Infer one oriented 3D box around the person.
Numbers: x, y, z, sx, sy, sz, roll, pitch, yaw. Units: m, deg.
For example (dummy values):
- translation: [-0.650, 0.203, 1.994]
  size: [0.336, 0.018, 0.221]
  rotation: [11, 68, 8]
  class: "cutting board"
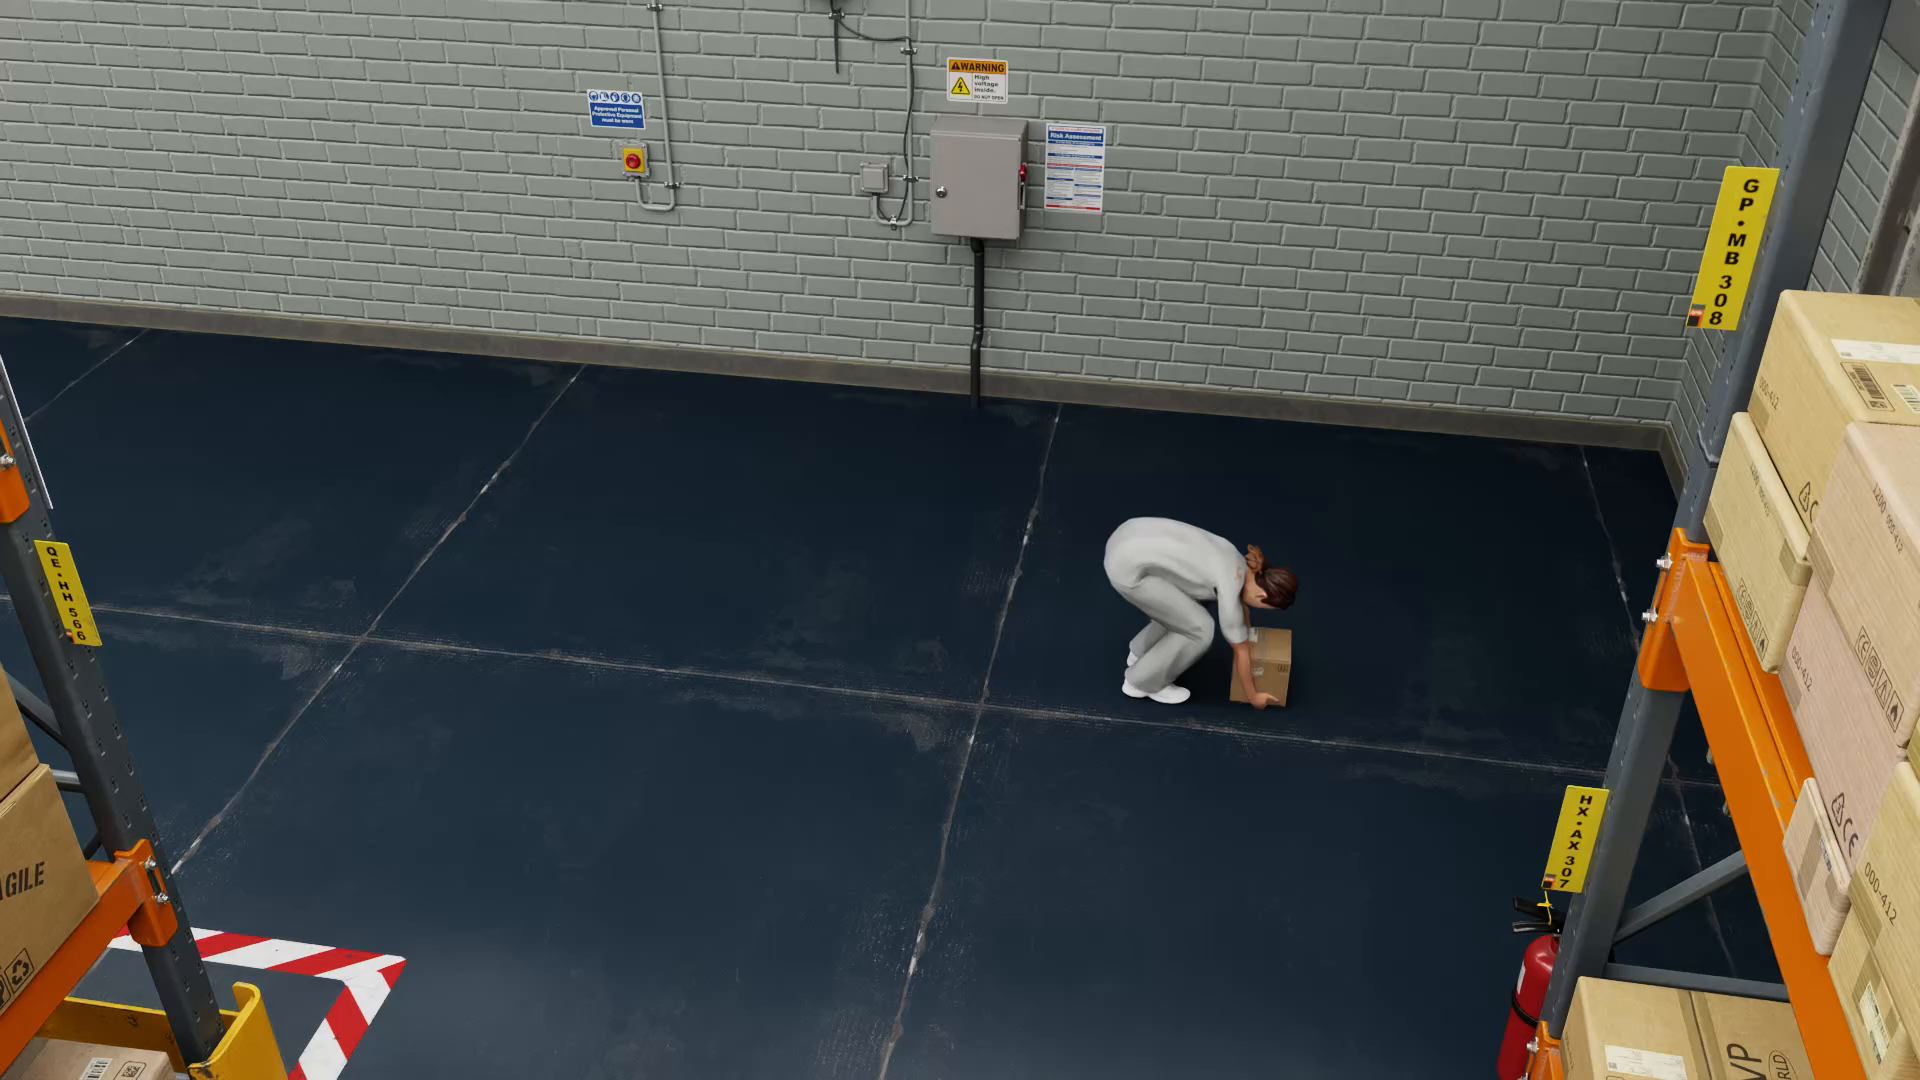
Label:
- translation: [1.062, 0.308, 7.436]
  size: [0.854, 0.844, 0.476]
  rotation: [4, 33, 6]
  class: "person"
